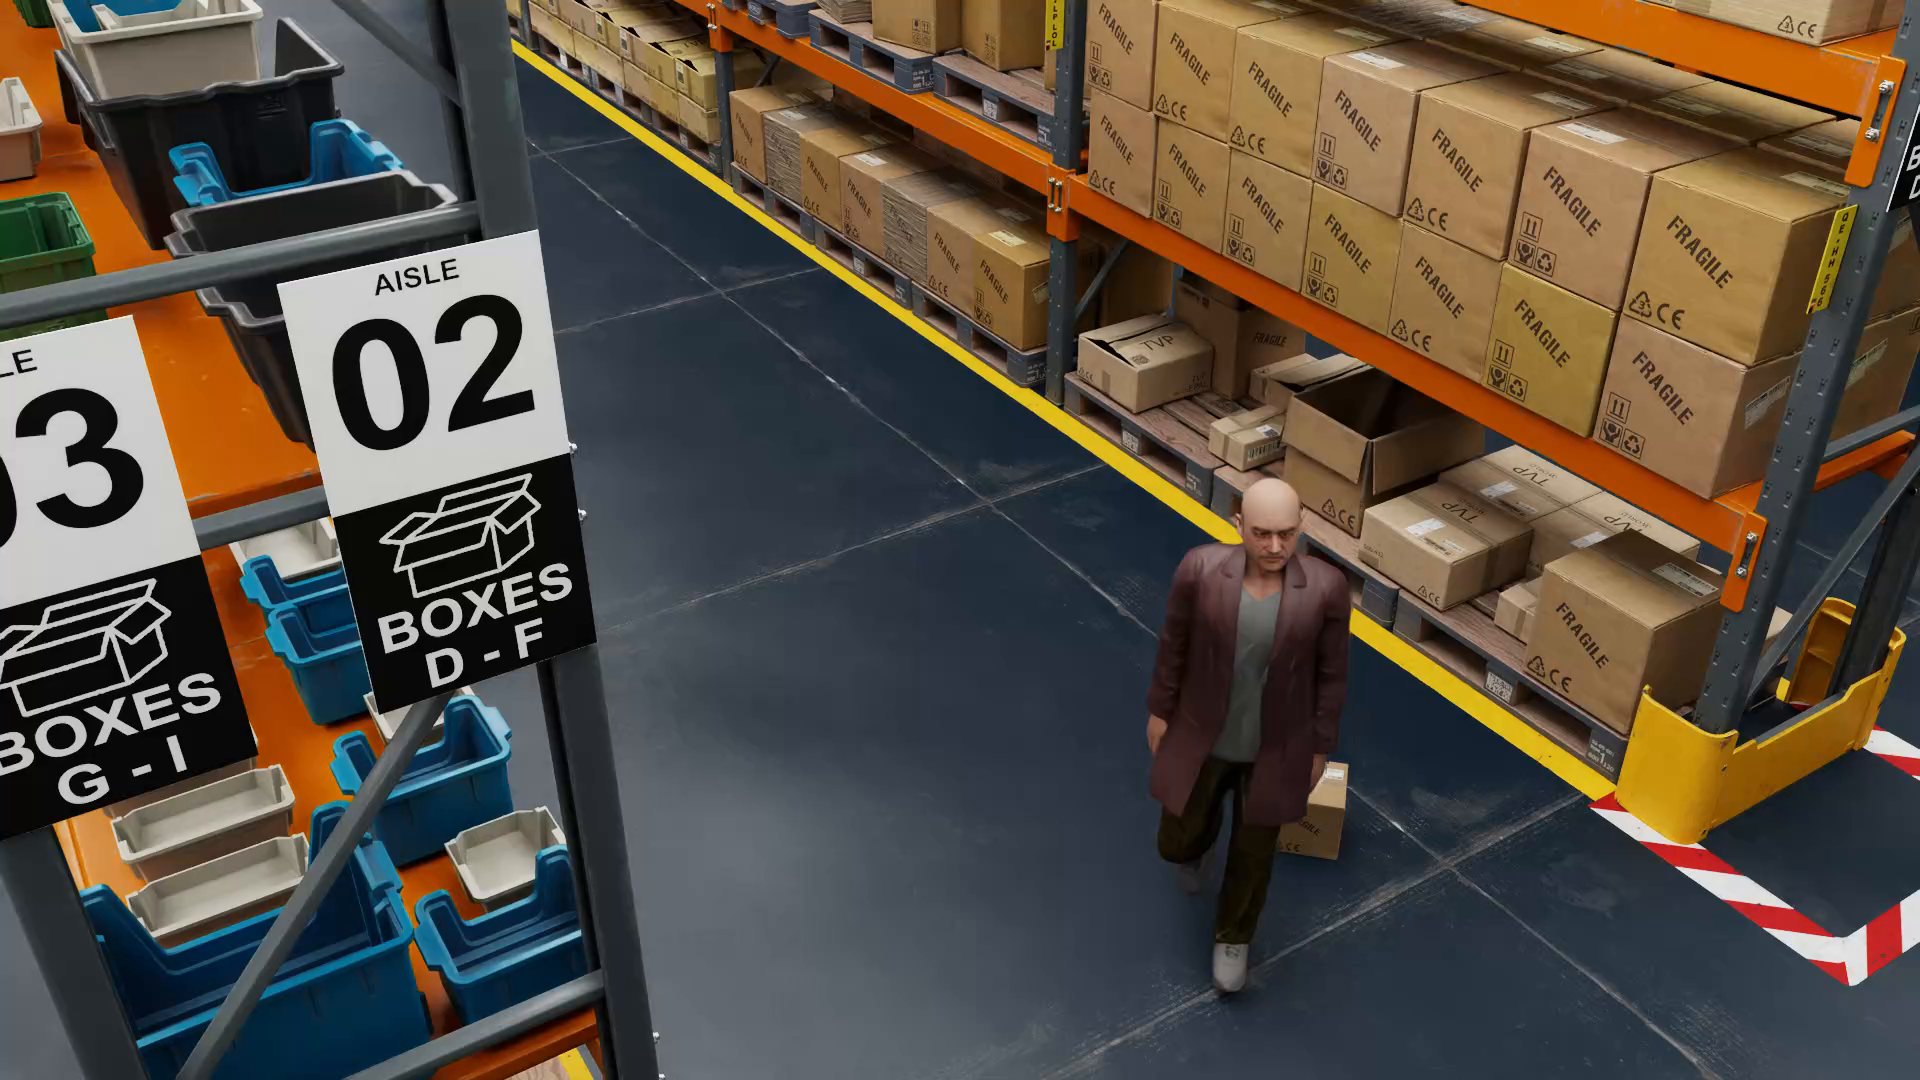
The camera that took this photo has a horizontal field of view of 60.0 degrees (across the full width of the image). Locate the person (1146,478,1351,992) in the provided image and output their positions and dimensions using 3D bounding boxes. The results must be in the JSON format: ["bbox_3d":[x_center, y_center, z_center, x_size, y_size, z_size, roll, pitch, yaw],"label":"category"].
[{"bbox_3d":[0.876,0.574,5.185,0.604,1.766,0.626,7,33,11],"label":"person"}]
